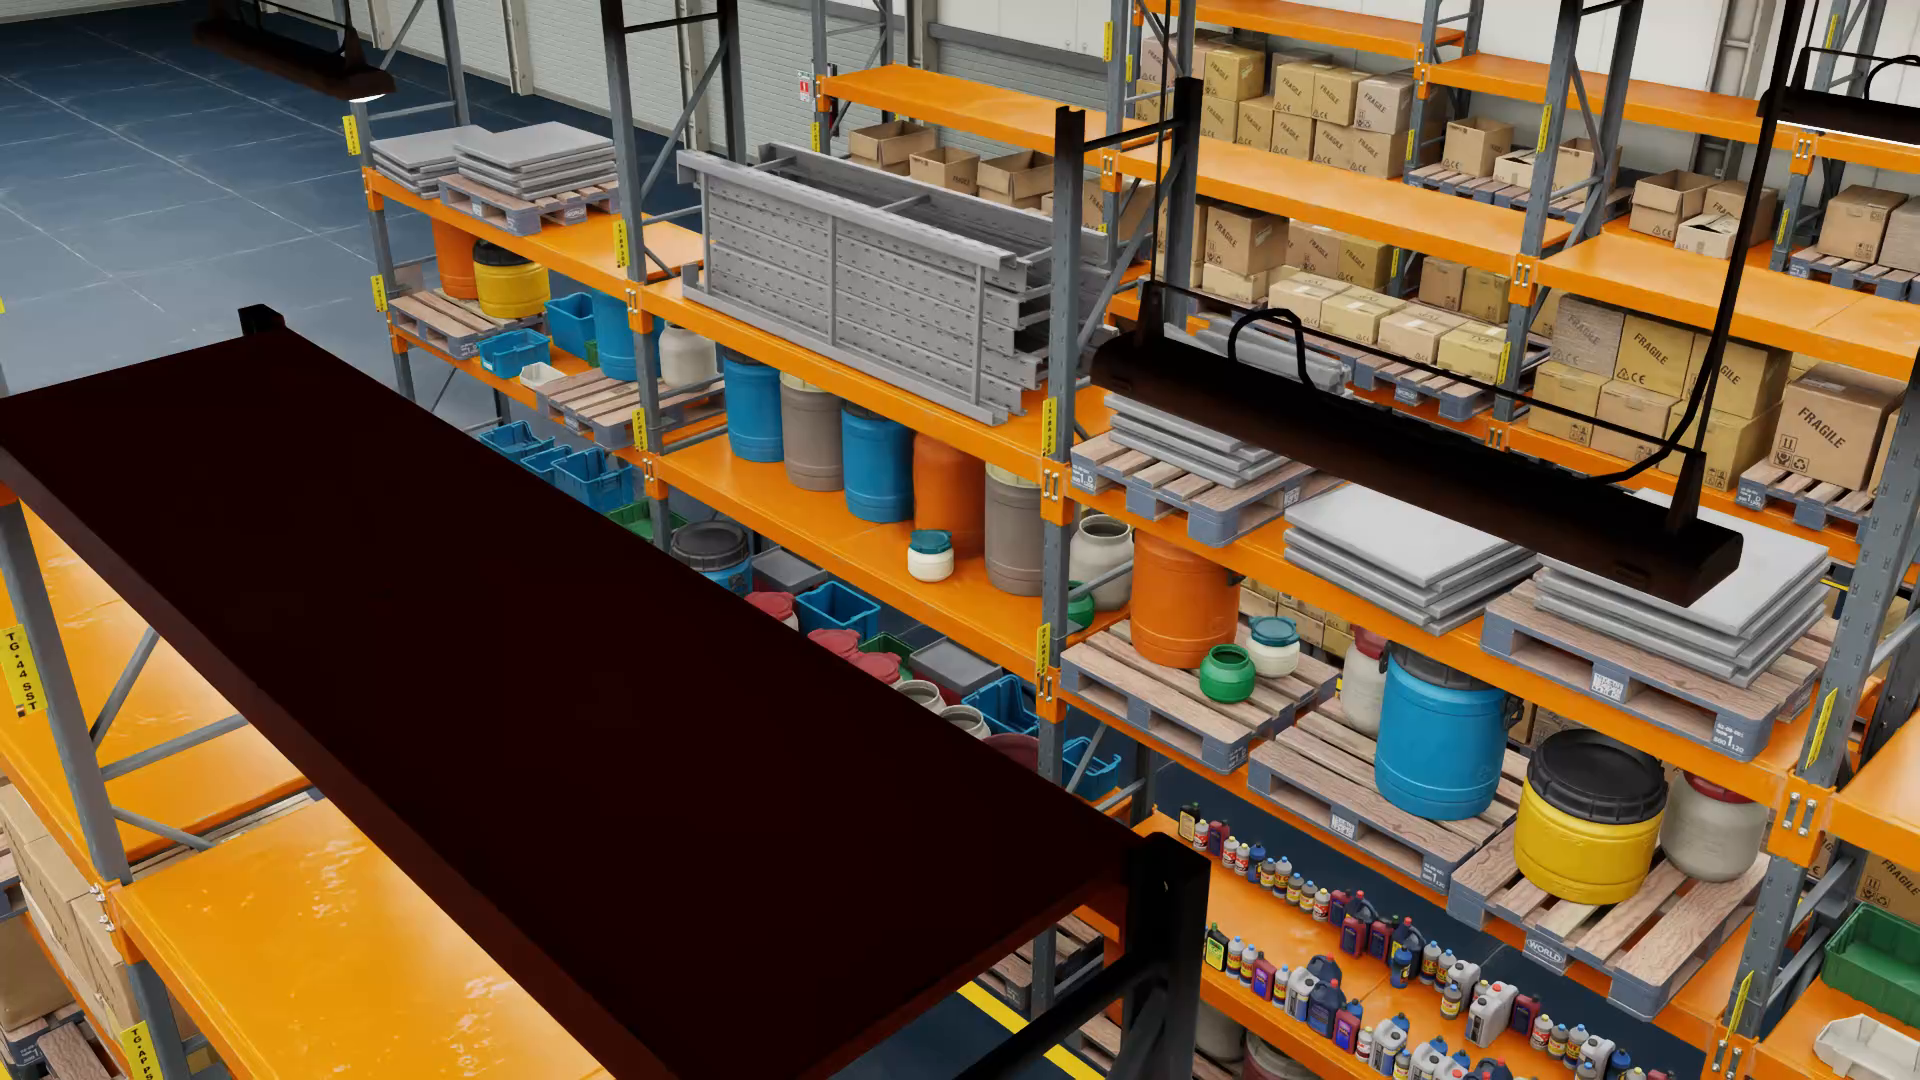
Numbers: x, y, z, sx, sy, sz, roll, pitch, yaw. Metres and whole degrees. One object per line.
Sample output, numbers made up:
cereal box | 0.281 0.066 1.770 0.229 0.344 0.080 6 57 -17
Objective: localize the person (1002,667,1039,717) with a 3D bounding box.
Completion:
person | 0.465 0.781 13.735 0.840 1.557 0.454 16 32 27

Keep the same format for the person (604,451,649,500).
person | -3.358 -0.913 16.698 0.908 1.737 0.591 10 30 17
